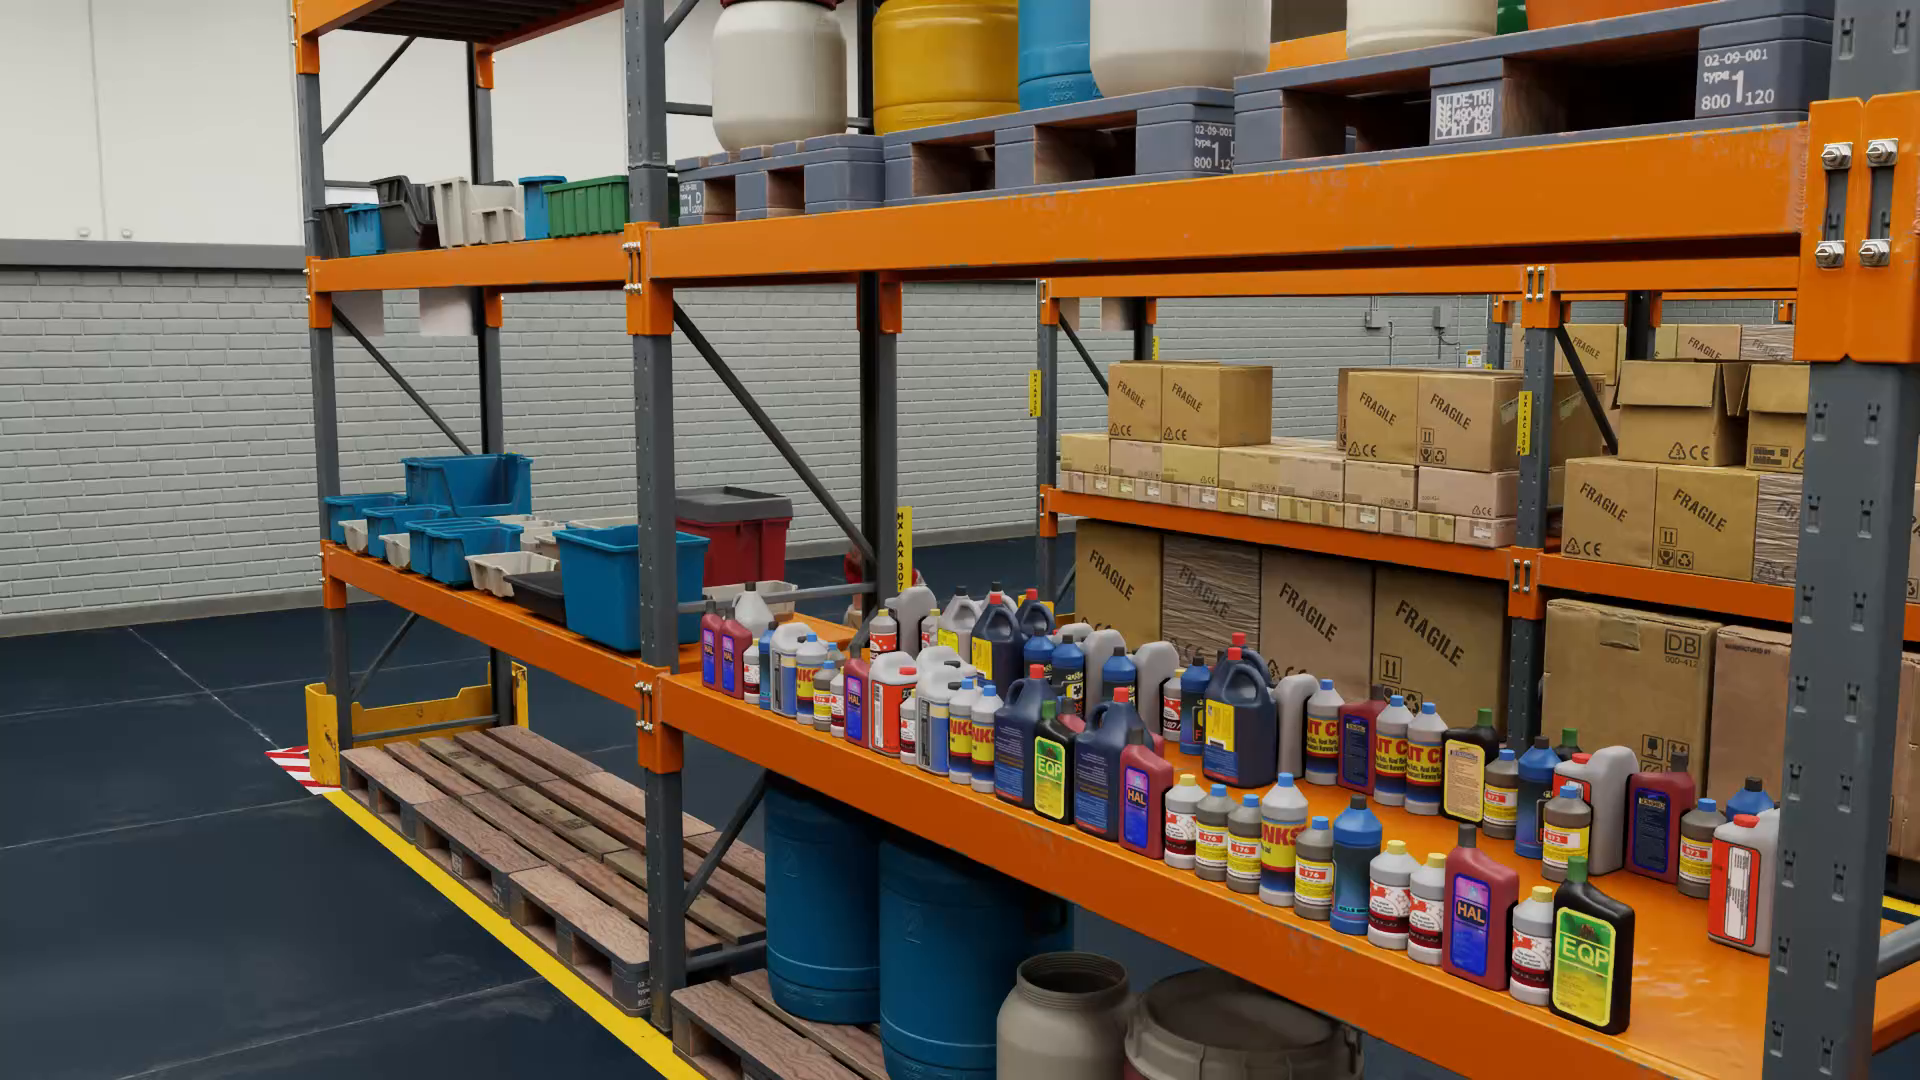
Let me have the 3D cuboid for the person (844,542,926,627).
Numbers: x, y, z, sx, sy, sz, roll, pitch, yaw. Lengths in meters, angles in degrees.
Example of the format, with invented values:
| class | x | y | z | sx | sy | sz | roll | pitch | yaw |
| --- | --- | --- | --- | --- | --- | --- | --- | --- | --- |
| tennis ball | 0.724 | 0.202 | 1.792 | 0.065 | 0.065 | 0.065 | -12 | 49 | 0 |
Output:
| class | x | y | z | sx | sy | sz | roll | pitch | yaw |
| --- | --- | --- | --- | --- | --- | --- | --- | --- | --- |
| person | -0.553 | 0.444 | 11.809 | 0.539 | 1.008 | 0.863 | 4 | 9 | 29 |
